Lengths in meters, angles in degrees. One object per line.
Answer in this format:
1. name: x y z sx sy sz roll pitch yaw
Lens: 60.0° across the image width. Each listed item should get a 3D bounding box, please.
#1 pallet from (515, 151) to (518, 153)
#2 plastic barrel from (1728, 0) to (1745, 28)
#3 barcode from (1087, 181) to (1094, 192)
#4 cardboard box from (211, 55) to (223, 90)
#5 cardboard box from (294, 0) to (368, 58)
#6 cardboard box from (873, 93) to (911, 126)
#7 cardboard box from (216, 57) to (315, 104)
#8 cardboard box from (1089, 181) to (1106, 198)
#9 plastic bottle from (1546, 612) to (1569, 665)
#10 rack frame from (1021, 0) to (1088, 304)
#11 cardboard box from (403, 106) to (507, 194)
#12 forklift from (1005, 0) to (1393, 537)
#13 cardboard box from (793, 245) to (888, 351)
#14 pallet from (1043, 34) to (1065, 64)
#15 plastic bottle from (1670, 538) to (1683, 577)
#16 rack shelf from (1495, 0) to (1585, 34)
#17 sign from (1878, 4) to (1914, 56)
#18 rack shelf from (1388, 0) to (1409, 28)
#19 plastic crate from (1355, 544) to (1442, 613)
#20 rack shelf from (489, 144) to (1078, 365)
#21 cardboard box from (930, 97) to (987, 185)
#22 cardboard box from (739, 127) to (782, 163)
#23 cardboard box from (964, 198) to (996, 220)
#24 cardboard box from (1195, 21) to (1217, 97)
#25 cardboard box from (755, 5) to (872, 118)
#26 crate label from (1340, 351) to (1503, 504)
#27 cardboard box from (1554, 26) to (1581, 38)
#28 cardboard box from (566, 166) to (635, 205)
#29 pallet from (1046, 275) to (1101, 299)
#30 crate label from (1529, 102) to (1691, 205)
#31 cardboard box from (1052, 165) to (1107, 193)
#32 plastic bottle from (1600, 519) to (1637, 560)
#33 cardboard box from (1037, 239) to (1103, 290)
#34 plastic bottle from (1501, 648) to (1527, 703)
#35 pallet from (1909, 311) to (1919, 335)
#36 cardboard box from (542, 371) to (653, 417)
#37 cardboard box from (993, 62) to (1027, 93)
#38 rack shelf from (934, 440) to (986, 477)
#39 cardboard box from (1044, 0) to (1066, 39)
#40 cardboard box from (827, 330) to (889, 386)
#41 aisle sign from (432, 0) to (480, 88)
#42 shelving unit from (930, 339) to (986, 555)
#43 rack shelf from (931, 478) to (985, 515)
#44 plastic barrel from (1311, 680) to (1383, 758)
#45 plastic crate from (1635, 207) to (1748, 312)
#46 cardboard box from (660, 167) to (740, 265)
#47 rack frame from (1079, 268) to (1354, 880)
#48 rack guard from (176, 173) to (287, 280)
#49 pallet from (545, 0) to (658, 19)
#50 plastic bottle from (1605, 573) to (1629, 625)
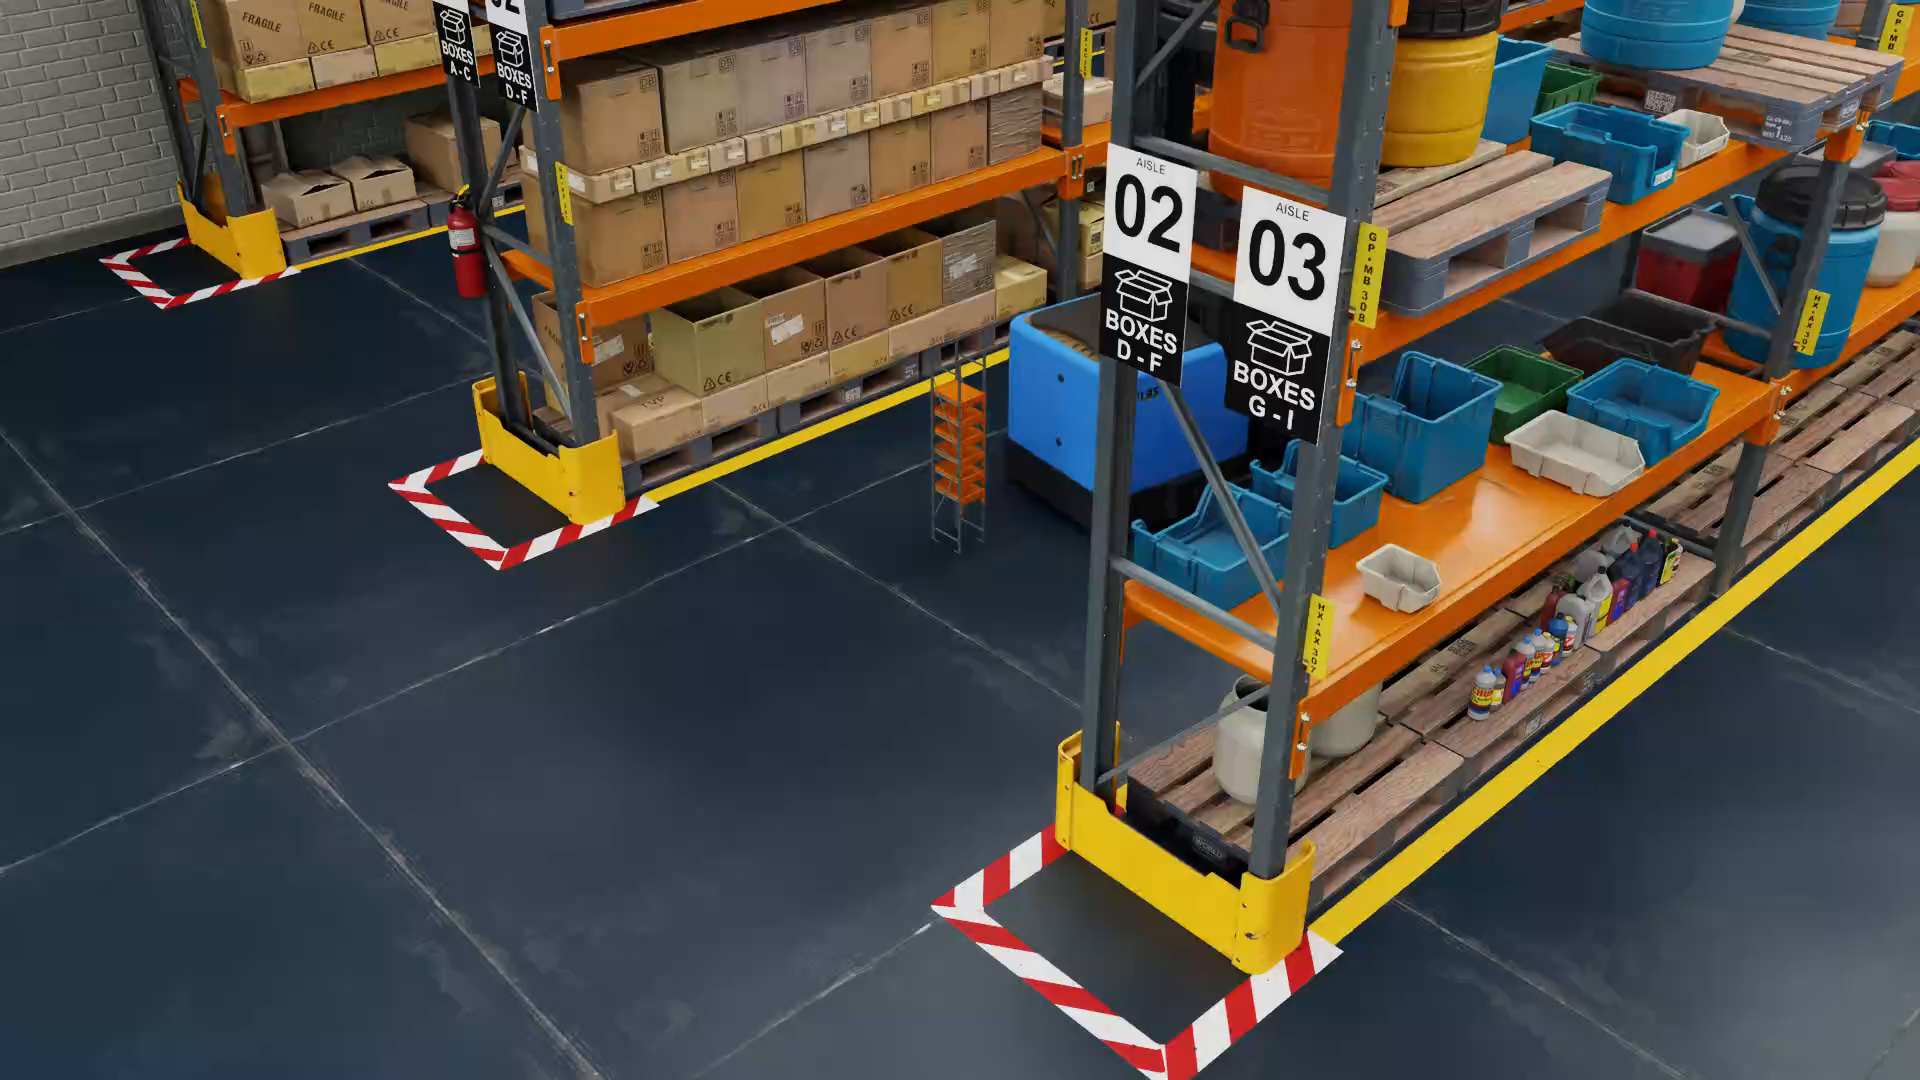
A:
1. pallet: -3.375 -3.516 15.133 1.213 0.211 1.003 -26 40 -35
2. plastic barrel: 3.380 -2.597 7.571 0.421 0.512 0.421 0 31 0
3. barcode: 0.934 -2.526 11.895 0.075 0.075 0.001 -26 40 -35
4. cardboard box: -5.629 -3.724 12.923 0.500 0.250 0.500 -25 39 -35
5. cardboard box: -4.916 -4.029 12.704 0.500 0.500 0.500 -26 40 -35
6. cardboard box: -0.522 -2.755 10.497 0.250 0.149 0.380 -25 39 -34
7. cardboard box: -5.266 -3.535 12.615 0.500 0.250 0.500 -27 41 -37
8. cardboard box: 1.307 -2.536 12.553 0.500 0.311 0.500 -26 40 -36
9. plastic bottle: 2.911 0.474 8.127 0.097 0.271 0.097 0 31 0
10. rack frame: 0.464 -3.064 11.720 0.127 3.000 1.000 -26 40 -35
11. cardboard box: -4.282 -3.315 14.104 0.700 0.500 0.500 26 40 36
12. forklift: 1.776 -1.856 9.811 3.031 2.935 1.130 -20 37 -29
13. cardboard box: -0.823 -1.608 10.852 0.500 0.500 0.500 -26 40 -35
14. pallet: 0.656 -5.438 18.275 1.213 0.211 1.003 -26 40 -35
15. plastic bottle: 3.775 0.086 8.829 0.097 0.201 0.097 0 31 0
16. rack shelf: 4.864 -4.885 15.388 4.000 0.370 1.077 -26 40 -35
17. sign: 4.195 -2.237 7.484 0.005 0.325 0.100 -26 40 -35
18. rack shelf: 2.363 -2.540 6.186 4.000 0.370 1.077 -26 40 -35
19. plastic crate: 1.771 0.169 6.686 0.250 0.136 0.298 -26 40 -35
20. rack shelf: -1.003 -2.048 10.748 4.000 0.370 1.077 -26 40 -35
21. cardboard box: -0.239 -2.757 11.123 0.500 0.500 0.700 -26 40 -36
22. cardboard box: -1.279 -2.388 9.897 0.250 0.149 0.380 -27 41 -37
23. cardboard box: -0.089 -2.345 12.059 0.500 0.500 0.500 -26 40 -35
24. cardboard box: 1.792 -3.738 12.725 0.500 0.500 0.500 -26 40 -35
25. cardboard box: -0.961 -2.966 10.221 0.500 0.500 0.700 -26 40 -35
26. crate label: 2.062 -0.521 7.527 0.616 0.435 0.502 -26 40 -35
27. cardboard box: 6.163 -4.738 16.433 0.500 0.500 0.500 -26 40 -36
28. cardboard box: -2.035 -2.022 9.297 0.250 0.149 0.380 -26 40 -36
29. pallet: 0.978 -2.151 12.899 1.213 0.211 1.003 -26 40 -35
30. crate label: 2.493 -1.503 6.434 0.408 0.251 0.502 -26 40 -35
31. cardboard box: 0.943 -2.750 12.902 0.500 0.311 0.500 -25 39 -34
32. plastic bottle: 3.455 0.058 8.732 0.185 0.351 0.144 -26 40 -35
33. cardboard box: 0.928 -2.119 12.407 0.500 0.250 0.500 -27 40 -37
34. plastic bottle: 2.616 0.625 7.869 0.133 0.283 0.061 -25 39 -35
35. pallet: 7.312 -1.693 12.150 1.213 0.211 1.003 -26 40 -35
36. cardboard box: -2.277 -0.955 10.504 0.500 0.250 0.500 -26 40 -35
37. cardboard box: 0.228 -3.118 11.091 0.250 0.149 0.380 -27 40 -36
38. rack shelf: -0.011 -0.469 9.286 0.180 0.103 0.258 -26 40 -35
39. cardboard box: 0.655 -5.849 17.933 0.750 0.750 0.750 -26 40 -36
40. cardboard box: -0.824 -1.288 11.049 0.500 0.250 0.500 -26 40 -35
41. aisle sign: -2.717 -2.843 8.867 0.004 0.787 0.394 -26 40 -35
42. shelving unit: -0.011 -0.507 9.263 0.189 1.200 0.258 -26 40 -35
43. rack shelf: -0.011 -0.264 9.411 0.180 0.103 0.258 -26 40 -35
44. plastic barrel: 1.694 0.693 7.559 0.421 0.512 0.421 0 31 0
45. plastic crate: 3.976 -1.484 9.075 0.583 0.464 0.402 -26 40 -35
46. cardboard box: -1.736 -2.037 9.944 0.500 0.500 0.700 -25 39 -34
47. rack frame: 0.896 0.251 6.299 0.127 3.000 1.000 -26 40 -35
48. rack guard: -5.784 -2.500 13.193 0.348 0.500 1.175 -26 40 -35
49. pallet: -1.933 -3.128 9.034 1.213 0.211 1.003 -26 40 -35
50. plastic bottle: 3.321 0.284 8.427 0.133 0.283 0.061 -23 38 -32
